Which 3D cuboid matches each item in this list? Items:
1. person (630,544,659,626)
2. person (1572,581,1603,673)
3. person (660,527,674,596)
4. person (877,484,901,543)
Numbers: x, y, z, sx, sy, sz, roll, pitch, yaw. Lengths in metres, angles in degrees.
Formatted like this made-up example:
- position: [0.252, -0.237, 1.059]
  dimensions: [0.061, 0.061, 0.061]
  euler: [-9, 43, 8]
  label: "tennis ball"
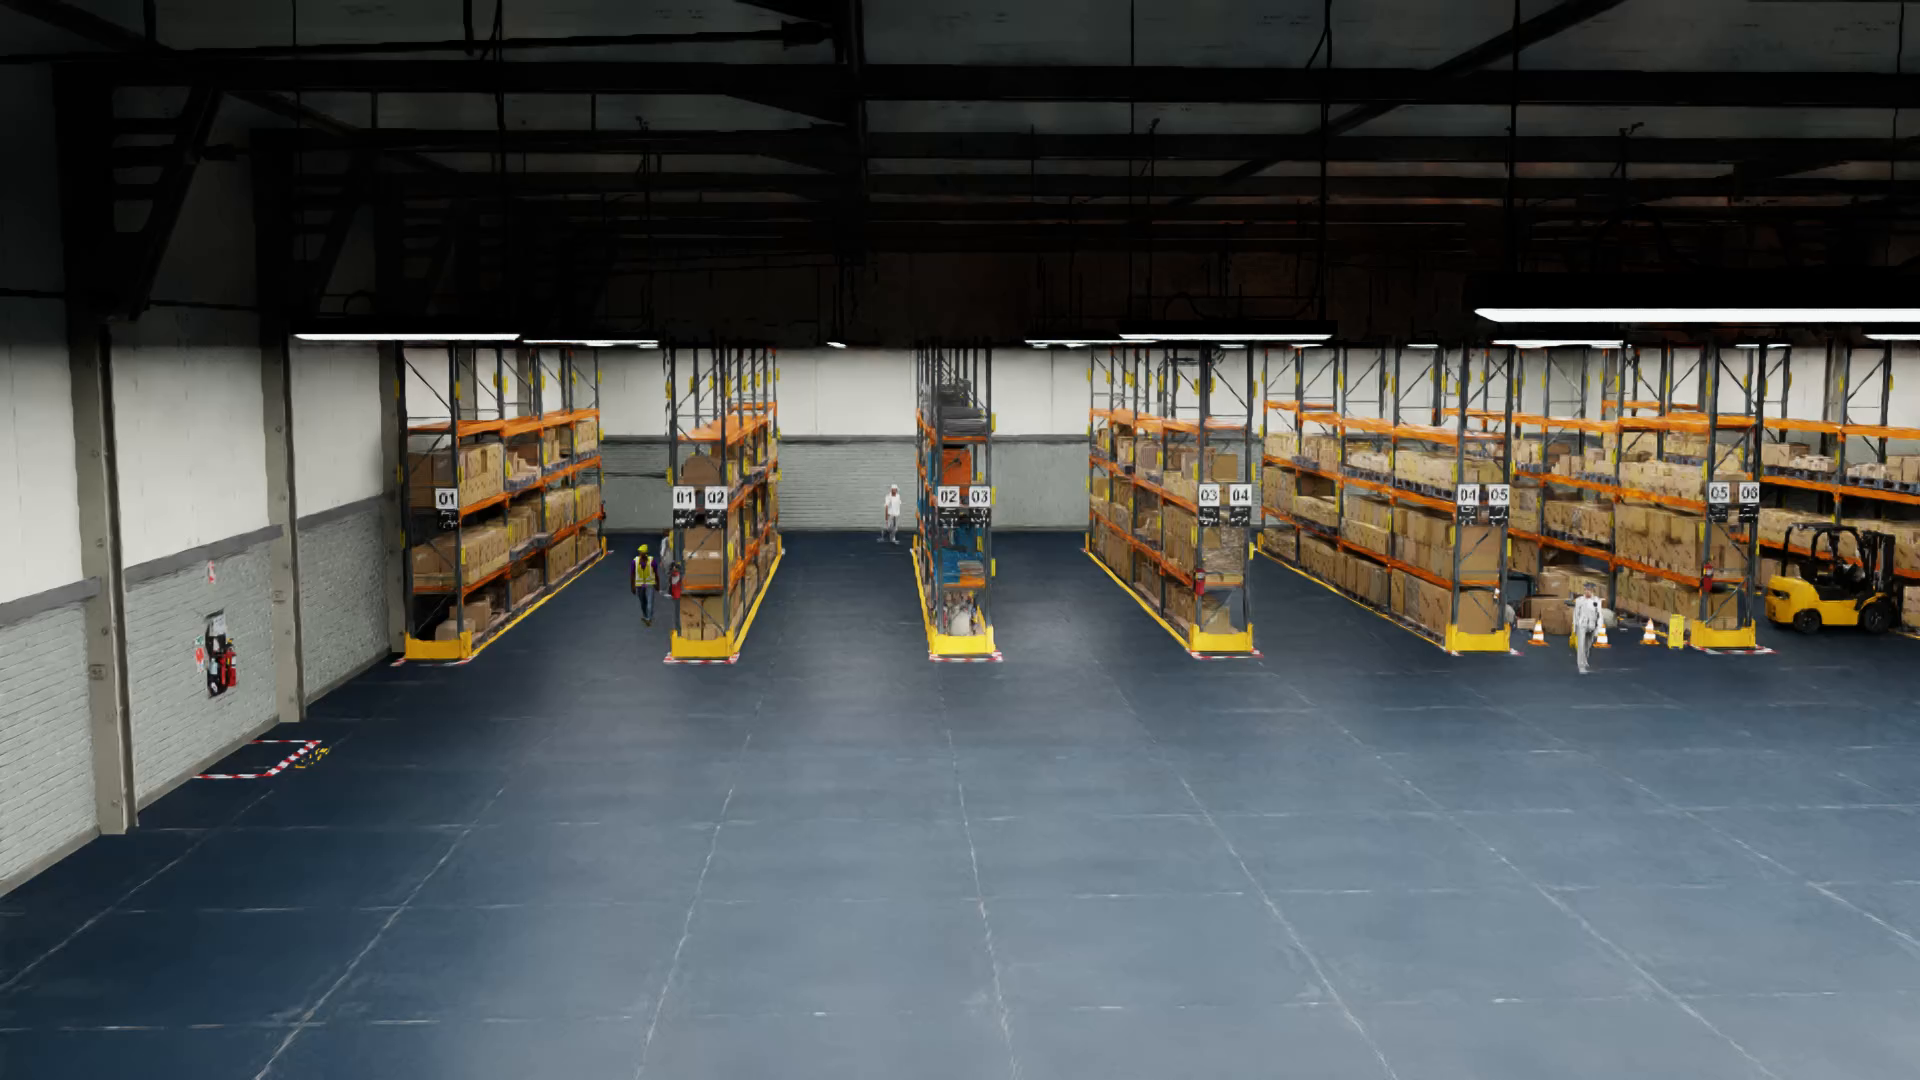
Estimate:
- position: [-6.620, 0.919, 34.847]
  dimensions: [0.577, 1.691, 1.121]
  euler: [0, 6, 0]
  label: "person"
- position: [11.219, 1.531, 29.704]
  dimensions: [0.481, 1.621, 0.989]
  euler: [1, 7, 6]
  label: "person"
- position: [-6.861, 0.494, 38.987]
  dimensions: [0.536, 1.590, 0.534]
  euler: [3, 7, 22]
  label: "person"
- position: [-2.102, -0.779, 49.559]
  dimensions: [0.742, 1.759, 0.529]
  euler: [-6, 9, -43]
  label: "person"
